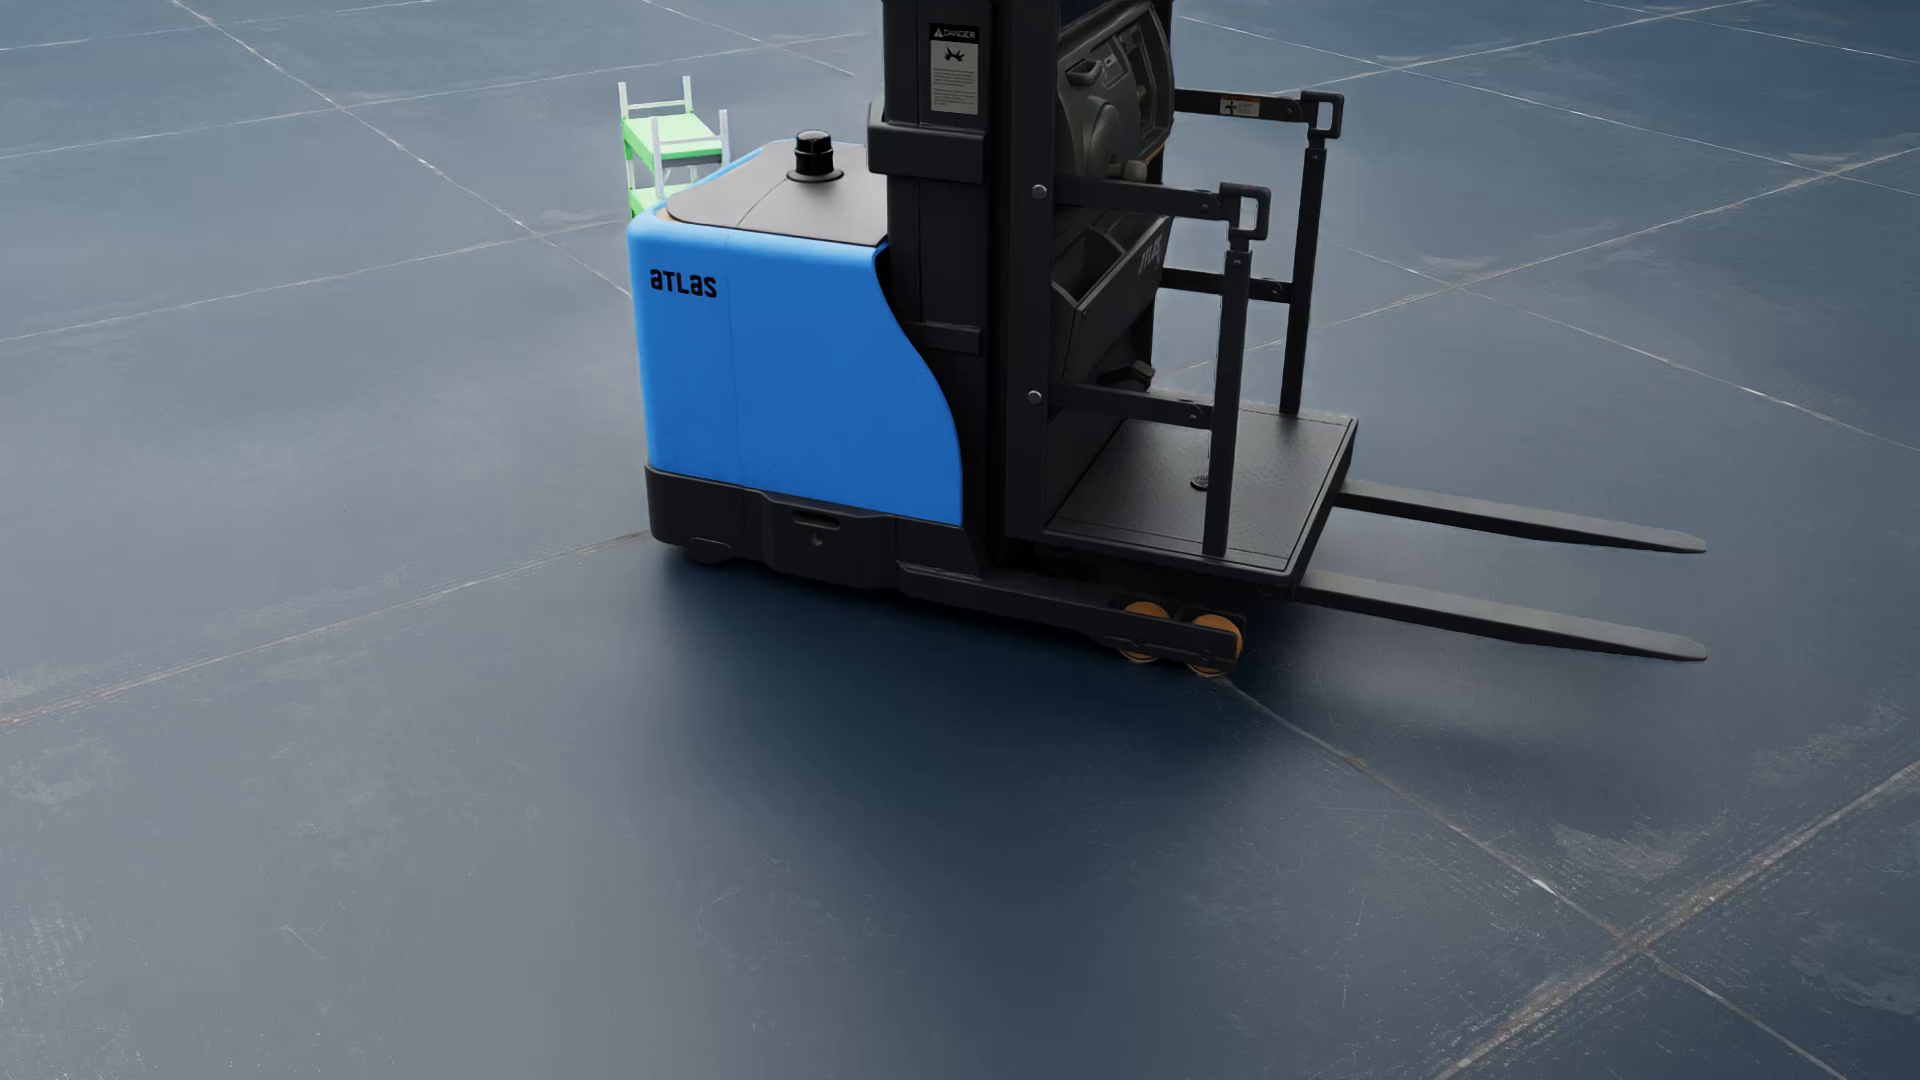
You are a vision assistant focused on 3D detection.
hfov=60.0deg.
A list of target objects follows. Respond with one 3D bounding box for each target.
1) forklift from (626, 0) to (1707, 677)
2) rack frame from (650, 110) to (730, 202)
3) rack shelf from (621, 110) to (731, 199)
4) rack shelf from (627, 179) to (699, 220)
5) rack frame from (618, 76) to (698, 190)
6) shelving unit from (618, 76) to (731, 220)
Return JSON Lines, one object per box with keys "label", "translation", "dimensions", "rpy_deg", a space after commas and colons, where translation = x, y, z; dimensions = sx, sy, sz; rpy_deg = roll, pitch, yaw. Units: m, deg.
{"label": "forklift", "translation": [0.610, -1.201, 4.390], "dimensions": [3.031, 2.935, 1.130], "rpy_deg": [11, 30, 19]}
{"label": "rack frame", "translation": [-0.845, -0.800, 5.466], "dimensions": [0.240, 1.200, 0.015], "rpy_deg": [-11, 30, -19]}
{"label": "rack shelf", "translation": [-0.935, -1.274, 5.466], "dimensions": [0.258, 0.148, 0.480], "rpy_deg": [-11, 30, -19]}
{"label": "rack shelf", "translation": [-0.935, -1.063, 5.581], "dimensions": [0.258, 0.148, 0.480], "rpy_deg": [-11, 30, -19]}
{"label": "rack frame", "translation": [-1.025, -1.016, 5.864], "dimensions": [0.240, 1.200, 0.015], "rpy_deg": [-11, 30, -19]}
{"label": "shelving unit", "translation": [-0.935, -0.908, 5.665], "dimensions": [0.258, 1.200, 0.503], "rpy_deg": [-11, 30, -19]}
